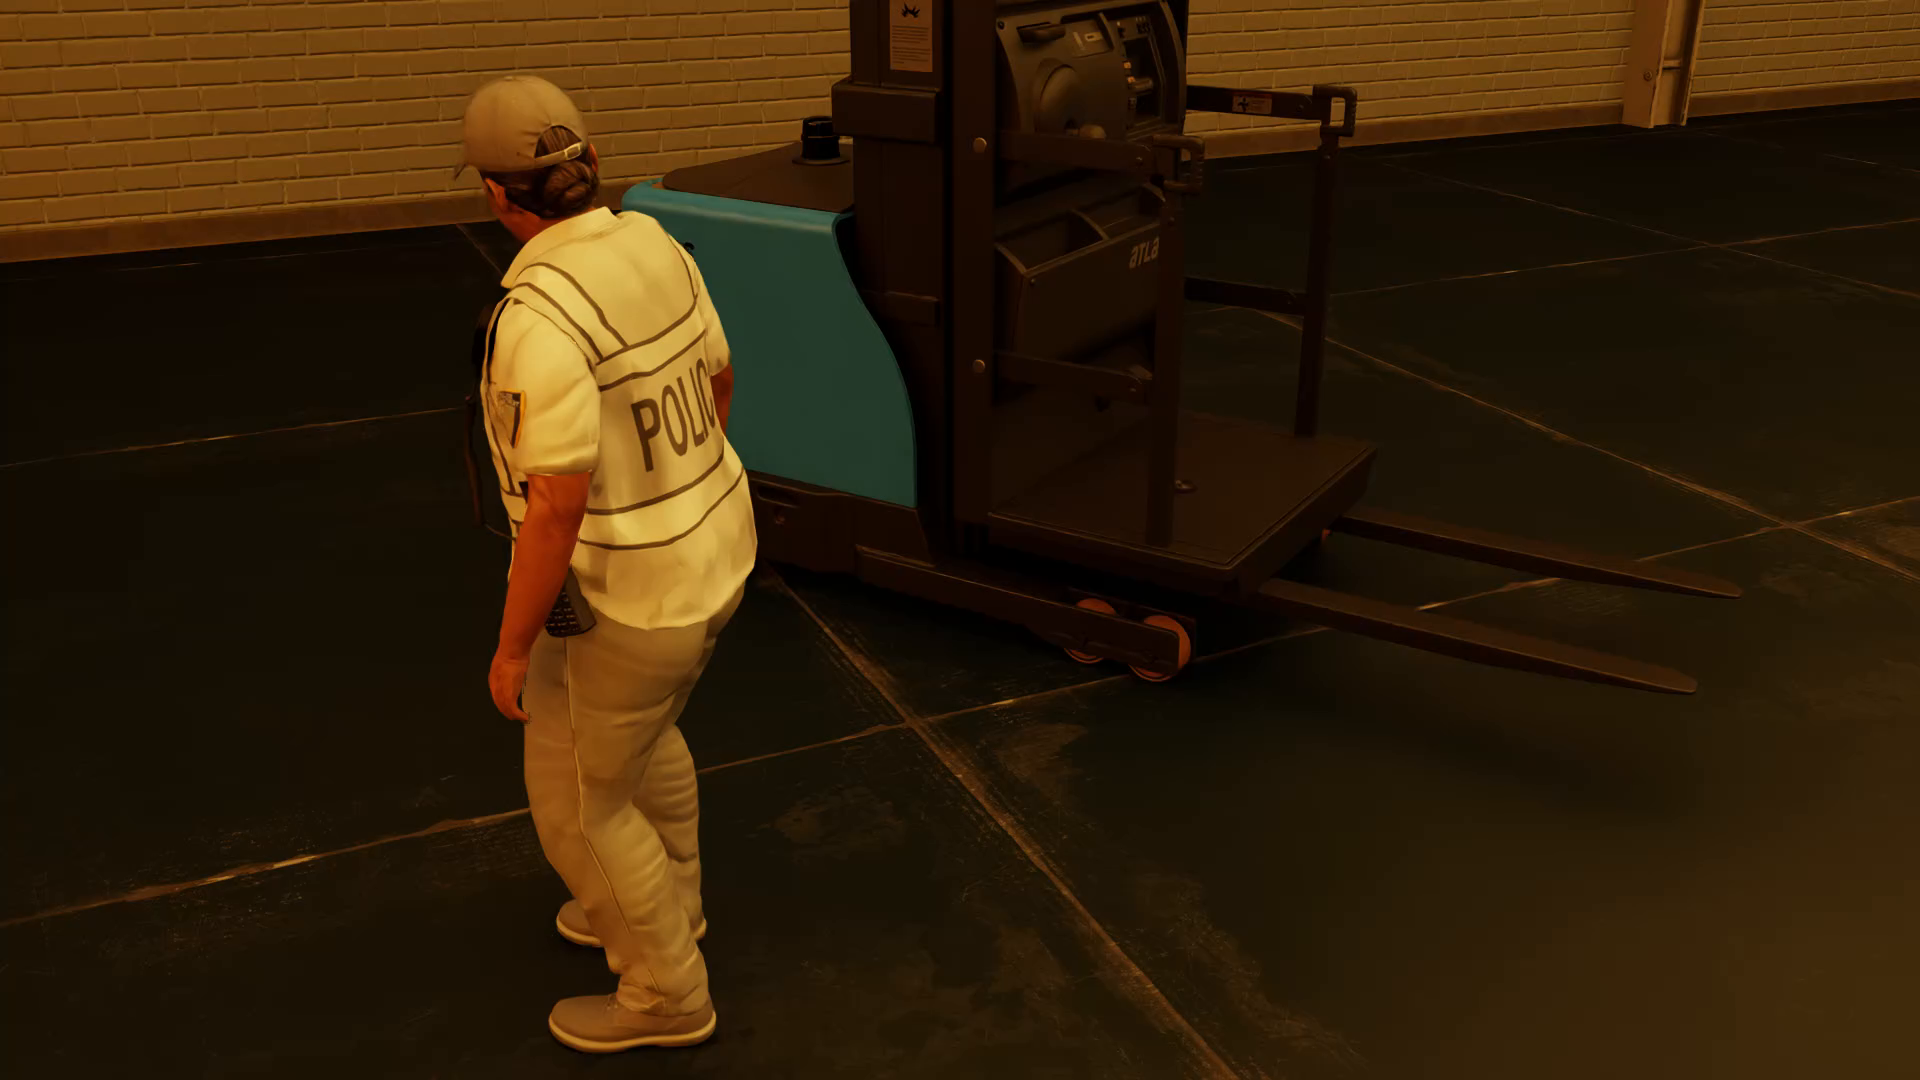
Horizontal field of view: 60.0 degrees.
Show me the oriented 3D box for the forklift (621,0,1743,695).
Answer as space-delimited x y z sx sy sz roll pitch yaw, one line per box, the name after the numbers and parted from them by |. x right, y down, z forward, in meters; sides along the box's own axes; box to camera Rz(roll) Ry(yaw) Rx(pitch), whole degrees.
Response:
0.533 -1.225 4.234 3.031 2.935 1.130 14 26 30 | forklift

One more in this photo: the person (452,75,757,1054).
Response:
-0.595 0.076 2.770 0.477 1.657 0.638 5 23 13 | person
